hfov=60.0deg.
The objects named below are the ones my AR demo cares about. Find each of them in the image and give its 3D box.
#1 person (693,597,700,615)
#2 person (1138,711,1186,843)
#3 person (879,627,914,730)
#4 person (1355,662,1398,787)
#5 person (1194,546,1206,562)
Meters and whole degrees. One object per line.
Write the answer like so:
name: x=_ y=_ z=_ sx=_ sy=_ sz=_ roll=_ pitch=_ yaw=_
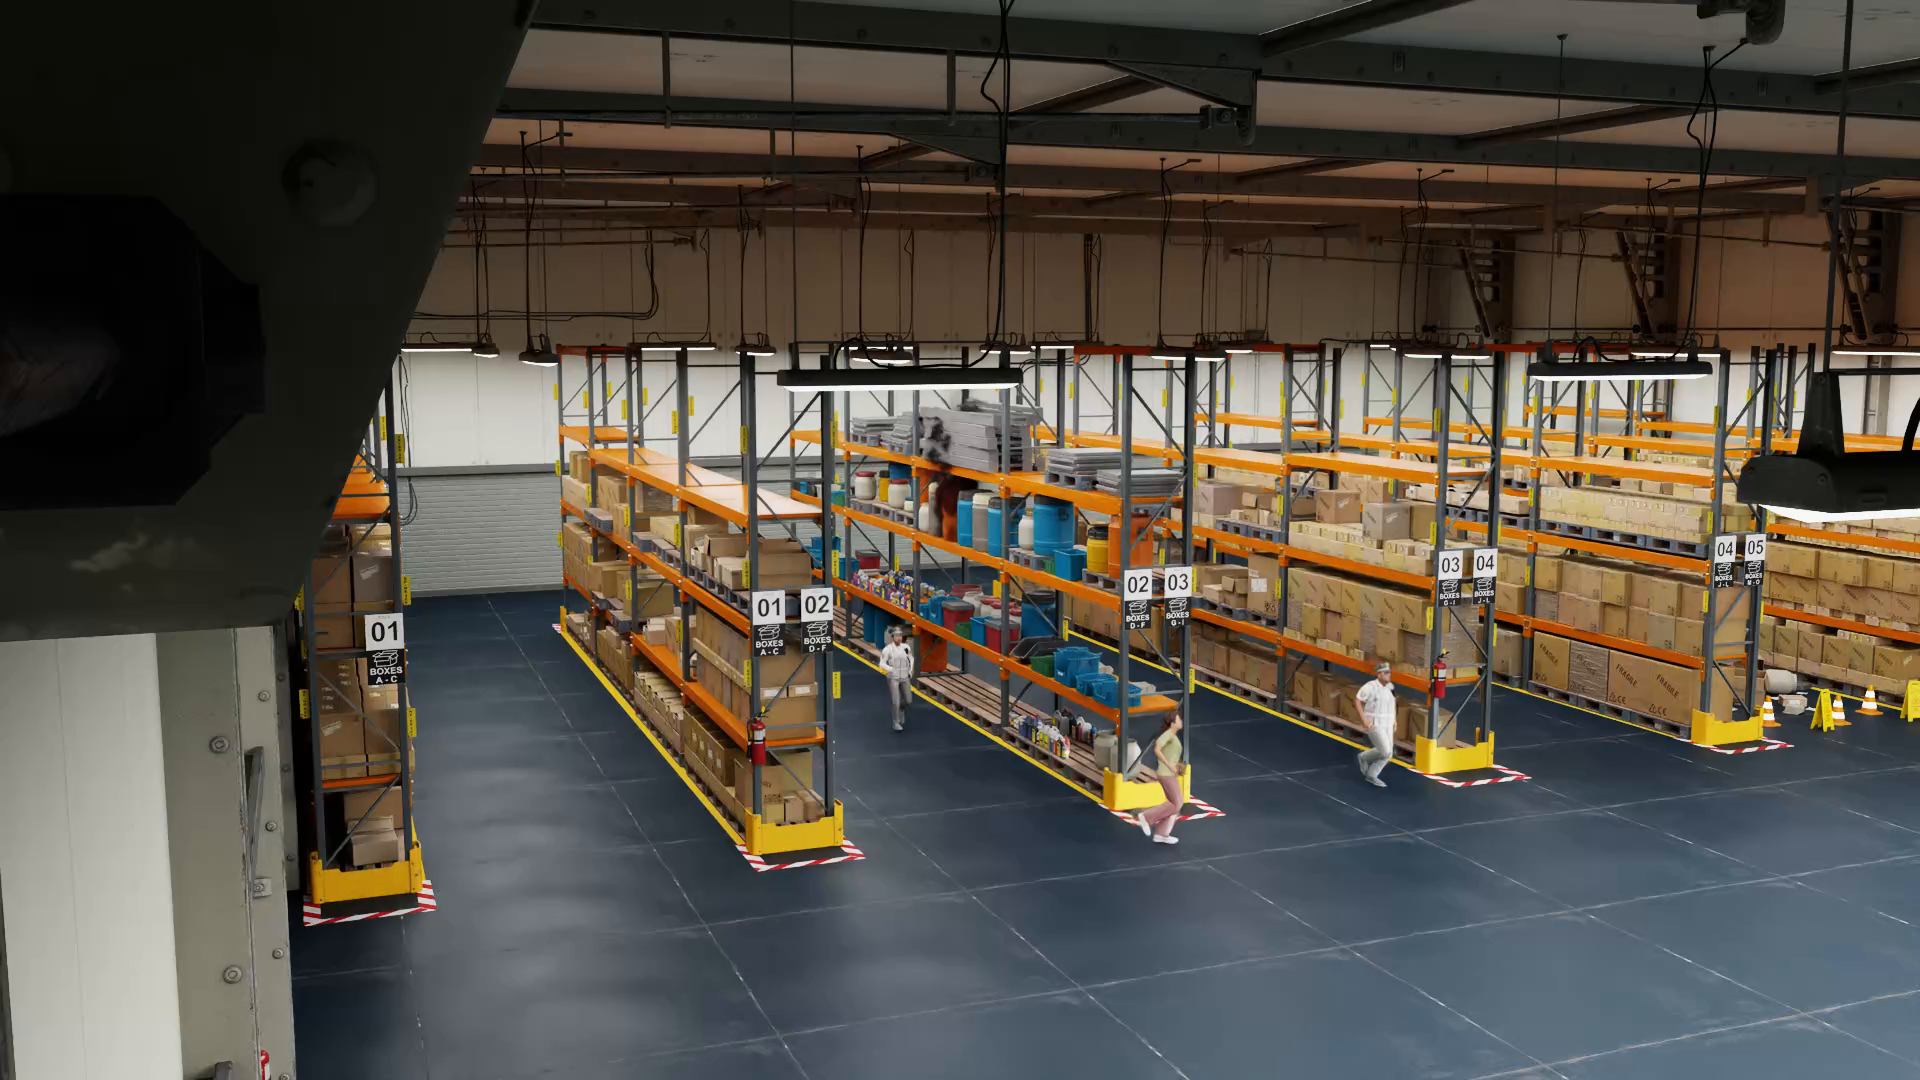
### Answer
person: x=-5.379 y=1.167 z=34.144 sx=0.593 sy=1.700 sz=0.738 roll=-4 pitch=8 yaw=-27
person: x=2.533 y=2.930 z=20.727 sx=0.563 sy=1.566 sz=0.652 roll=2 pitch=7 yaw=12
person: x=-0.951 y=2.185 z=26.210 sx=0.607 sy=1.652 sz=0.518 roll=-3 pitch=8 yaw=-20
person: x=5.860 y=2.551 z=23.122 sx=0.667 sy=1.723 sz=0.546 roll=-4 pitch=8 yaw=-29
person: x=6.015 y=0.204 z=41.786 sx=0.678 sy=1.745 sz=0.645 roll=-3 pitch=8 yaw=-23
